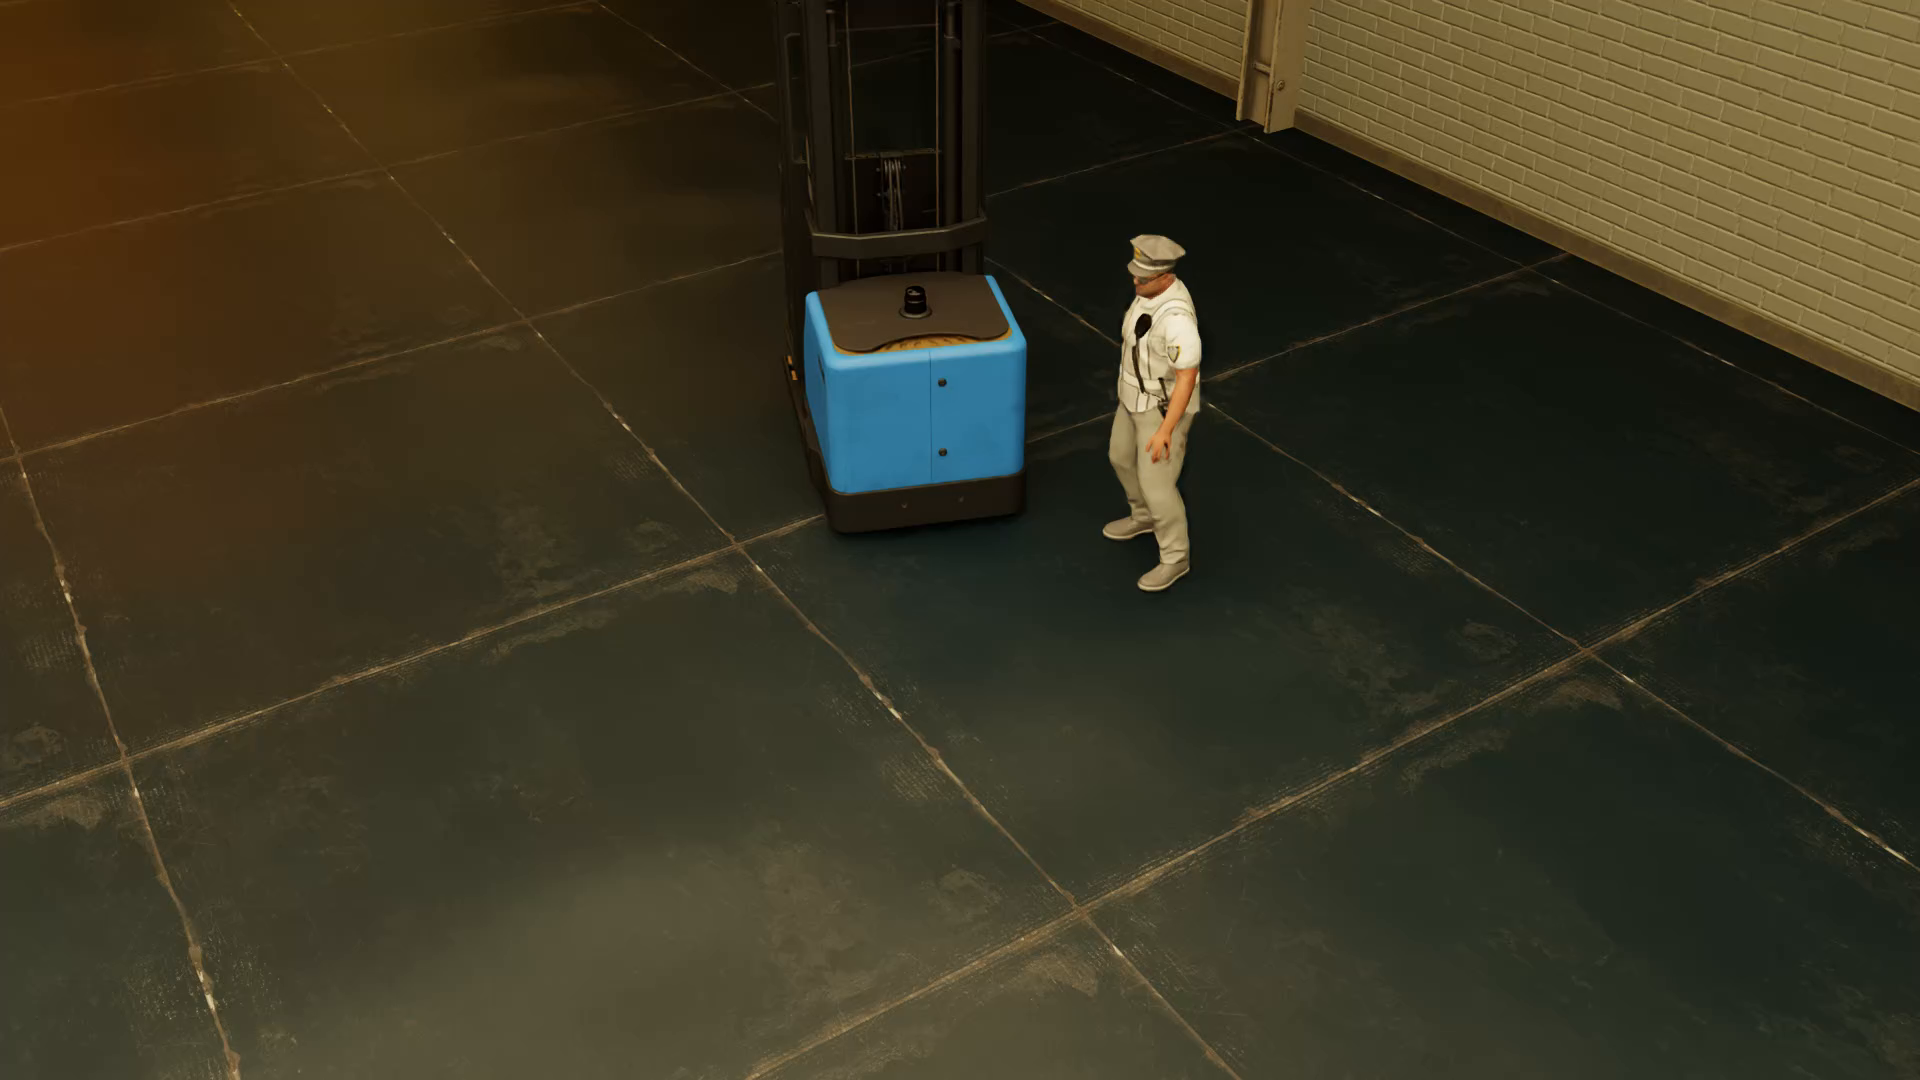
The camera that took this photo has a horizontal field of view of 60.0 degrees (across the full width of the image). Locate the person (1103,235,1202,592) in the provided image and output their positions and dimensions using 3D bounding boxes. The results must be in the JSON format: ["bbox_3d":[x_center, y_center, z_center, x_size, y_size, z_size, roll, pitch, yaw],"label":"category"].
[{"bbox_3d":[0.970,-0.670,8.149,0.384,1.728,0.790,-8,36,-11],"label":"person"}]

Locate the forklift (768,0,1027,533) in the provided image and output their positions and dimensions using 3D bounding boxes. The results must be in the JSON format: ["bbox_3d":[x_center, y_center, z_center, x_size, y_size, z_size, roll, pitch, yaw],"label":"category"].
[{"bbox_3d":[-0.458,-2.078,9.105,1.130,2.935,3.031,-7,36,-10],"label":"forklift"}]
